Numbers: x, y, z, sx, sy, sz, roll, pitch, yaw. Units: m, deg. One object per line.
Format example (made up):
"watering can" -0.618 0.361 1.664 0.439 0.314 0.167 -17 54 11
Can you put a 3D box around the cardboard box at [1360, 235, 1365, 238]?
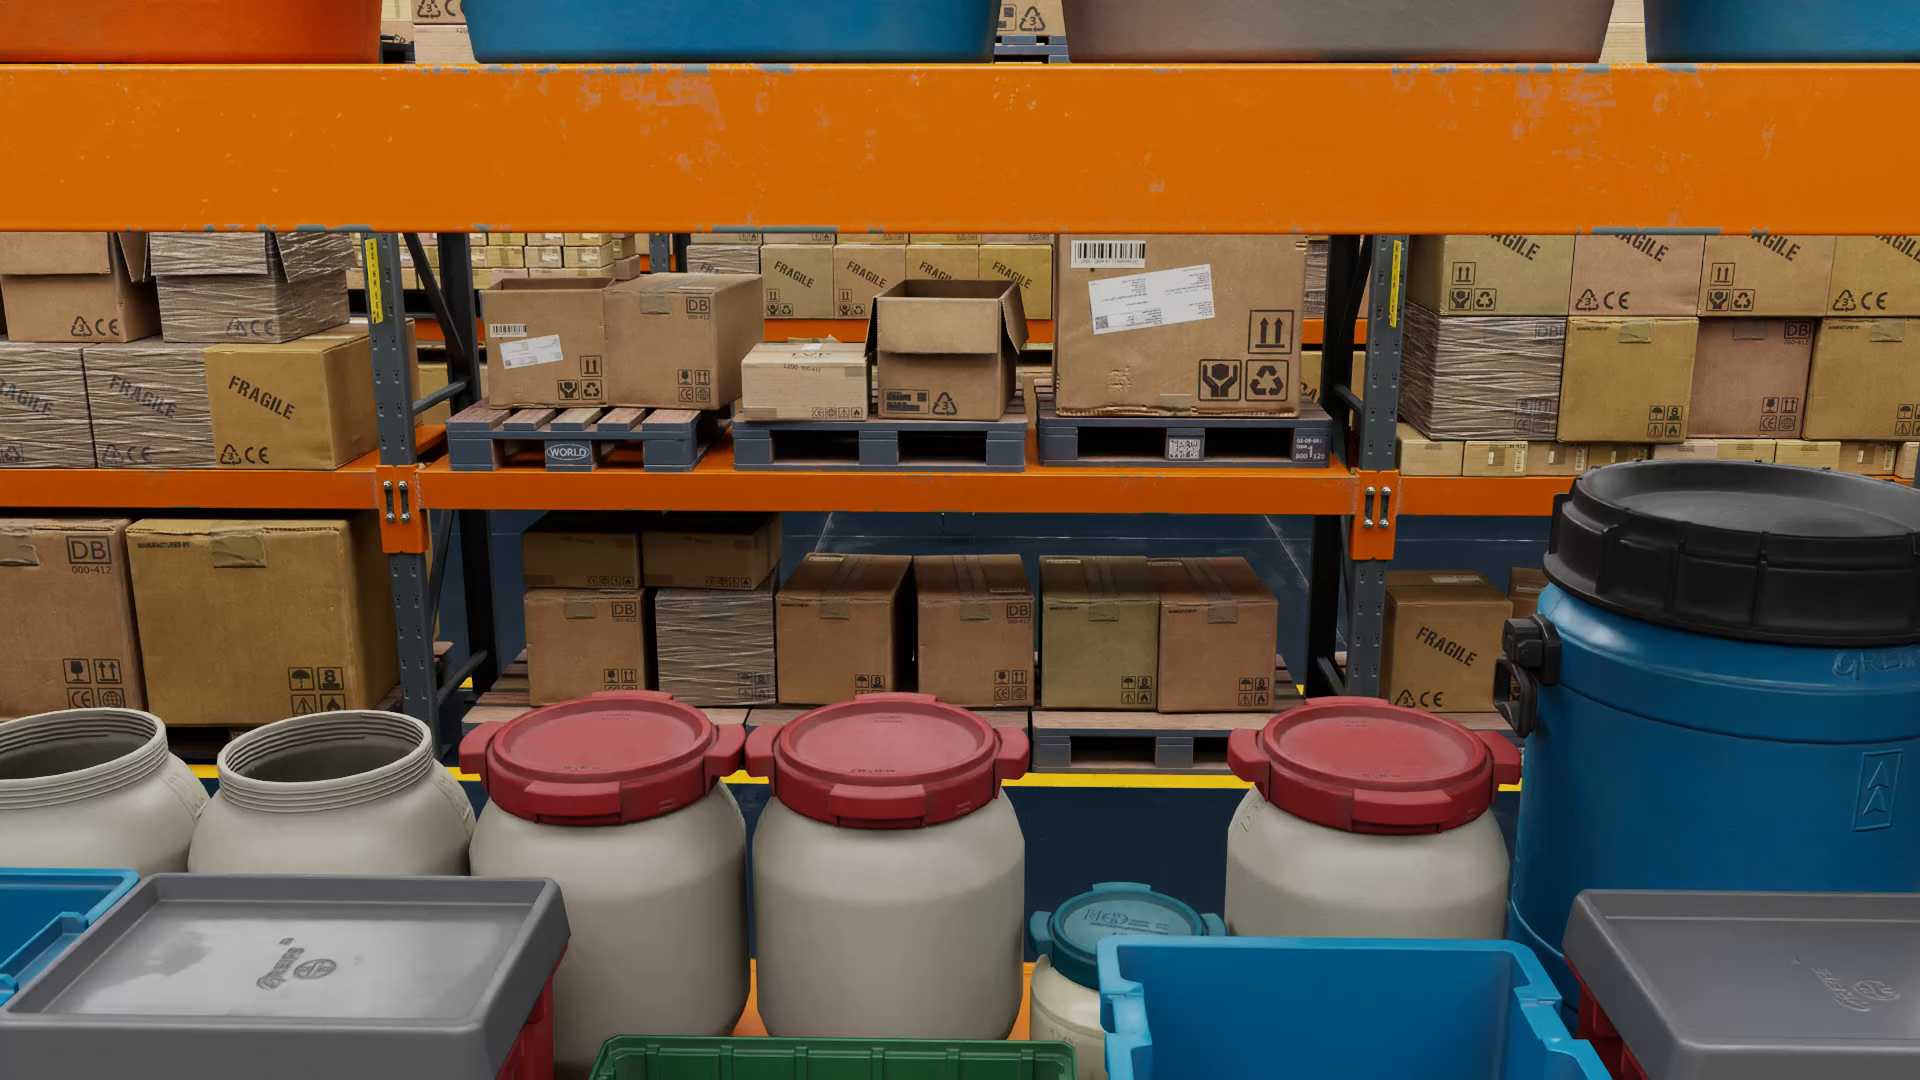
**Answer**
"cardboard box" 2.848 -2.450 11.834 0.550 0.550 0.875 0 15 1

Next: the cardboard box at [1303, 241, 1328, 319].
"cardboard box" 2.297 -1.913 11.918 0.550 0.550 0.875 0 15 1

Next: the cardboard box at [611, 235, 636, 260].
"cardboard box" -2.549 -2.146 12.180 0.250 0.149 0.380 1 15 4

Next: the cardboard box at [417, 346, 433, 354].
"cardboard box" -4.276 -1.302 12.503 0.500 0.250 0.500 0 15 -1

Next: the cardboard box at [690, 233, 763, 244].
"cardboard box" -1.622 -2.393 11.873 0.500 0.500 0.700 0 15 1

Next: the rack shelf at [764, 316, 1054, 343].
"rack shelf" -0.072 -1.505 12.076 4.000 0.370 1.077 0 15 1

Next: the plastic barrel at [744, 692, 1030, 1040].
"plastic barrel" -0.111 0.554 2.592 0.433 0.535 0.433 0 15 0

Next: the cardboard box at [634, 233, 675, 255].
"cardboard box" -3.069 -2.993 16.599 0.500 0.250 0.500 1 15 2

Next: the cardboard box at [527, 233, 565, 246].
"cardboard box" -2.824 -2.124 11.514 0.250 0.149 0.380 0 15 1

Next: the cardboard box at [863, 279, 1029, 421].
"cardboard box" -0.035 -0.817 7.030 0.637 0.503 0.797 2 15 7

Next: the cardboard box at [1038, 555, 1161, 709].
"cardboard box" 0.610 0.403 7.472 0.500 0.500 0.700 0 15 1

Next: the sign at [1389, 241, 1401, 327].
"sign" 1.689 -0.994 6.459 0.005 0.325 0.100 0 15 1

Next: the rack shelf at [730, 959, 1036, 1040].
"rack shelf" -0.426 1.022 2.497 4.000 0.370 1.077 0 15 1

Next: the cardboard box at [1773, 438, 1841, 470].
"cardboard box" 3.407 -0.370 6.855 0.250 0.149 0.380 0 15 1

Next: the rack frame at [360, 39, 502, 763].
"rack frame" -2.299 -0.602 7.242 0.127 3.000 1.000 0 15 1

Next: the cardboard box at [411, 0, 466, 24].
"cardboard box" -1.835 -2.274 6.522 0.500 0.500 0.500 1 15 2

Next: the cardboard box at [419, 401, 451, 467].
"cardboard box" -3.784 -0.802 12.076 0.500 0.500 0.500 0 15 -1

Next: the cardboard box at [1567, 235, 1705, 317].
"cardboard box" 2.643 -1.181 6.697 0.500 0.500 0.500 0 15 1

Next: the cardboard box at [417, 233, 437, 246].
"cardboard box" -3.593 -2.130 11.535 0.250 0.149 0.380 0 15 1

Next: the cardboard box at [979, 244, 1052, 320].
"cardboard box" 0.389 -1.830 11.701 0.500 0.500 0.500 1 15 2

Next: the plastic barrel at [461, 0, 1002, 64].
"plastic barrel" -0.248 -0.962 1.744 0.708 0.901 0.600 0 15 1

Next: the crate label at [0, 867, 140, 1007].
"crate label" -1.439 0.719 2.164 0.616 0.435 0.502 0 15 1

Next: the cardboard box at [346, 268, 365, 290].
"cardboard box" -4.130 -1.844 11.620 0.250 0.149 0.380 0 15 -1

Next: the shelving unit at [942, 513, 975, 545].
"shelving unit" -0.008 -0.435 10.725 0.210 0.900 0.258 0 15 1

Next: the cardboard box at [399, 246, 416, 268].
"cardboard box" -3.866 -1.987 11.576 0.250 0.149 0.380 1 15 3

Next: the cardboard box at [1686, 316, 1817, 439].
"cardboard box" 3.150 -0.760 7.060 0.500 0.500 0.875 0 15 1

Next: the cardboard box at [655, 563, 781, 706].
"cardboard box" -1.074 0.394 7.506 0.500 0.500 0.700 -1 15 -3

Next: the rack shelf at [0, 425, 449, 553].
"rack shelf" -4.298 -0.267 7.383 4.000 0.370 1.077 0 15 1

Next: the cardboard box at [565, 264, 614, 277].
"cardboard box" -2.576 -1.834 11.580 0.250 0.149 0.380 1 15 2

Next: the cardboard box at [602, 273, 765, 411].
"cardboard box" -1.197 -0.882 7.284 0.500 0.500 0.700 3 15 10

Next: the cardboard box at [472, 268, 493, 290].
"cardboard box" -3.330 -1.840 11.603 0.250 0.149 0.380 0 15 1

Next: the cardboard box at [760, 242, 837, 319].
"cardboard box" -1.121 -1.840 11.739 0.500 0.500 0.500 0 15 1

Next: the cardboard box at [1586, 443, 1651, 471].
"cardboard box" 2.658 -0.378 6.884 0.250 0.149 0.380 0 15 1

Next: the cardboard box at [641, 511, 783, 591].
"cardboard box" -1.098 0.029 7.418 0.500 0.250 0.500 2 15 8

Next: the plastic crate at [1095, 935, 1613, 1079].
"plastic crate" 0.463 0.767 2.084 0.575 0.384 0.392 0 15 1

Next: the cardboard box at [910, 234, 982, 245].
"cardboard box" -0.093 -2.384 11.838 0.500 0.500 0.700 0 15 1

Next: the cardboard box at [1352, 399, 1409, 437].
"cardboard box" 1.922 -0.528 7.454 0.250 0.149 0.380 0 15 1

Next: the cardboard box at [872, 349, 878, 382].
"cardboard box" -0.590 -0.950 12.147 0.750 0.750 1.050 1 15 2

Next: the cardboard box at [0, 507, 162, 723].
"cardboard box" -3.879 0.205 7.526 0.875 0.875 1.225 0 15 2

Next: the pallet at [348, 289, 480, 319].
"pallet" -4.051 -1.776 12.067 1.213 0.211 1.003 0 15 1

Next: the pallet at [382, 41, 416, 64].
"pallet" -2.944 -1.952 6.848 1.003 0.211 1.213 1 15 4

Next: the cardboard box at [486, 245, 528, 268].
"cardboard box" -3.106 -1.981 11.555 0.250 0.149 0.380 1 15 3

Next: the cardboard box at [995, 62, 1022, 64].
"cardboard box" 0.350 -4.659 16.210 0.500 0.250 0.500 1 15 2

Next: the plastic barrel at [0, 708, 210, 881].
"plastic barrel" -1.391 0.559 2.621 0.421 0.512 0.421 0 15 0

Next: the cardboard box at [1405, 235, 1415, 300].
"cardboard box" 2.157 -1.319 7.220 0.500 0.500 0.500 0 15 1

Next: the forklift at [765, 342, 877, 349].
"forklift" -1.048 -2.496 14.556 3.031 2.935 1.130 -1 15 -4

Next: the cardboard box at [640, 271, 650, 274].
"cardboard box" -3.626 -2.338 17.162 0.875 0.875 0.875 1 15 2

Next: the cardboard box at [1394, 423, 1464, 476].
"cardboard box" 1.907 -0.376 6.879 0.250 0.149 0.380 0 15 1

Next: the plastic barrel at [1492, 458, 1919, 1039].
"plastic barrel" 1.195 0.365 2.594 0.708 0.901 0.600 0 15 1

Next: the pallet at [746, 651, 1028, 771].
"pallet" -0.301 0.760 7.544 1.213 0.211 1.003 0 15 1

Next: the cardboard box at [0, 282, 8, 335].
"cardboard box" -4.351 -1.152 7.164 0.637 0.503 0.797 1 15 3

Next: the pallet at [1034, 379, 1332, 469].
"pallet" 0.940 -0.525 7.327 1.213 0.211 1.003 0 15 1

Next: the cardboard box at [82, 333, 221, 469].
"cardboard box" -3.297 -0.595 7.020 0.500 0.500 0.500 0 15 1

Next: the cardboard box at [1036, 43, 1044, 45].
"cardboard box" 0.688 -3.421 11.323 0.500 0.250 0.500 0 15 1
